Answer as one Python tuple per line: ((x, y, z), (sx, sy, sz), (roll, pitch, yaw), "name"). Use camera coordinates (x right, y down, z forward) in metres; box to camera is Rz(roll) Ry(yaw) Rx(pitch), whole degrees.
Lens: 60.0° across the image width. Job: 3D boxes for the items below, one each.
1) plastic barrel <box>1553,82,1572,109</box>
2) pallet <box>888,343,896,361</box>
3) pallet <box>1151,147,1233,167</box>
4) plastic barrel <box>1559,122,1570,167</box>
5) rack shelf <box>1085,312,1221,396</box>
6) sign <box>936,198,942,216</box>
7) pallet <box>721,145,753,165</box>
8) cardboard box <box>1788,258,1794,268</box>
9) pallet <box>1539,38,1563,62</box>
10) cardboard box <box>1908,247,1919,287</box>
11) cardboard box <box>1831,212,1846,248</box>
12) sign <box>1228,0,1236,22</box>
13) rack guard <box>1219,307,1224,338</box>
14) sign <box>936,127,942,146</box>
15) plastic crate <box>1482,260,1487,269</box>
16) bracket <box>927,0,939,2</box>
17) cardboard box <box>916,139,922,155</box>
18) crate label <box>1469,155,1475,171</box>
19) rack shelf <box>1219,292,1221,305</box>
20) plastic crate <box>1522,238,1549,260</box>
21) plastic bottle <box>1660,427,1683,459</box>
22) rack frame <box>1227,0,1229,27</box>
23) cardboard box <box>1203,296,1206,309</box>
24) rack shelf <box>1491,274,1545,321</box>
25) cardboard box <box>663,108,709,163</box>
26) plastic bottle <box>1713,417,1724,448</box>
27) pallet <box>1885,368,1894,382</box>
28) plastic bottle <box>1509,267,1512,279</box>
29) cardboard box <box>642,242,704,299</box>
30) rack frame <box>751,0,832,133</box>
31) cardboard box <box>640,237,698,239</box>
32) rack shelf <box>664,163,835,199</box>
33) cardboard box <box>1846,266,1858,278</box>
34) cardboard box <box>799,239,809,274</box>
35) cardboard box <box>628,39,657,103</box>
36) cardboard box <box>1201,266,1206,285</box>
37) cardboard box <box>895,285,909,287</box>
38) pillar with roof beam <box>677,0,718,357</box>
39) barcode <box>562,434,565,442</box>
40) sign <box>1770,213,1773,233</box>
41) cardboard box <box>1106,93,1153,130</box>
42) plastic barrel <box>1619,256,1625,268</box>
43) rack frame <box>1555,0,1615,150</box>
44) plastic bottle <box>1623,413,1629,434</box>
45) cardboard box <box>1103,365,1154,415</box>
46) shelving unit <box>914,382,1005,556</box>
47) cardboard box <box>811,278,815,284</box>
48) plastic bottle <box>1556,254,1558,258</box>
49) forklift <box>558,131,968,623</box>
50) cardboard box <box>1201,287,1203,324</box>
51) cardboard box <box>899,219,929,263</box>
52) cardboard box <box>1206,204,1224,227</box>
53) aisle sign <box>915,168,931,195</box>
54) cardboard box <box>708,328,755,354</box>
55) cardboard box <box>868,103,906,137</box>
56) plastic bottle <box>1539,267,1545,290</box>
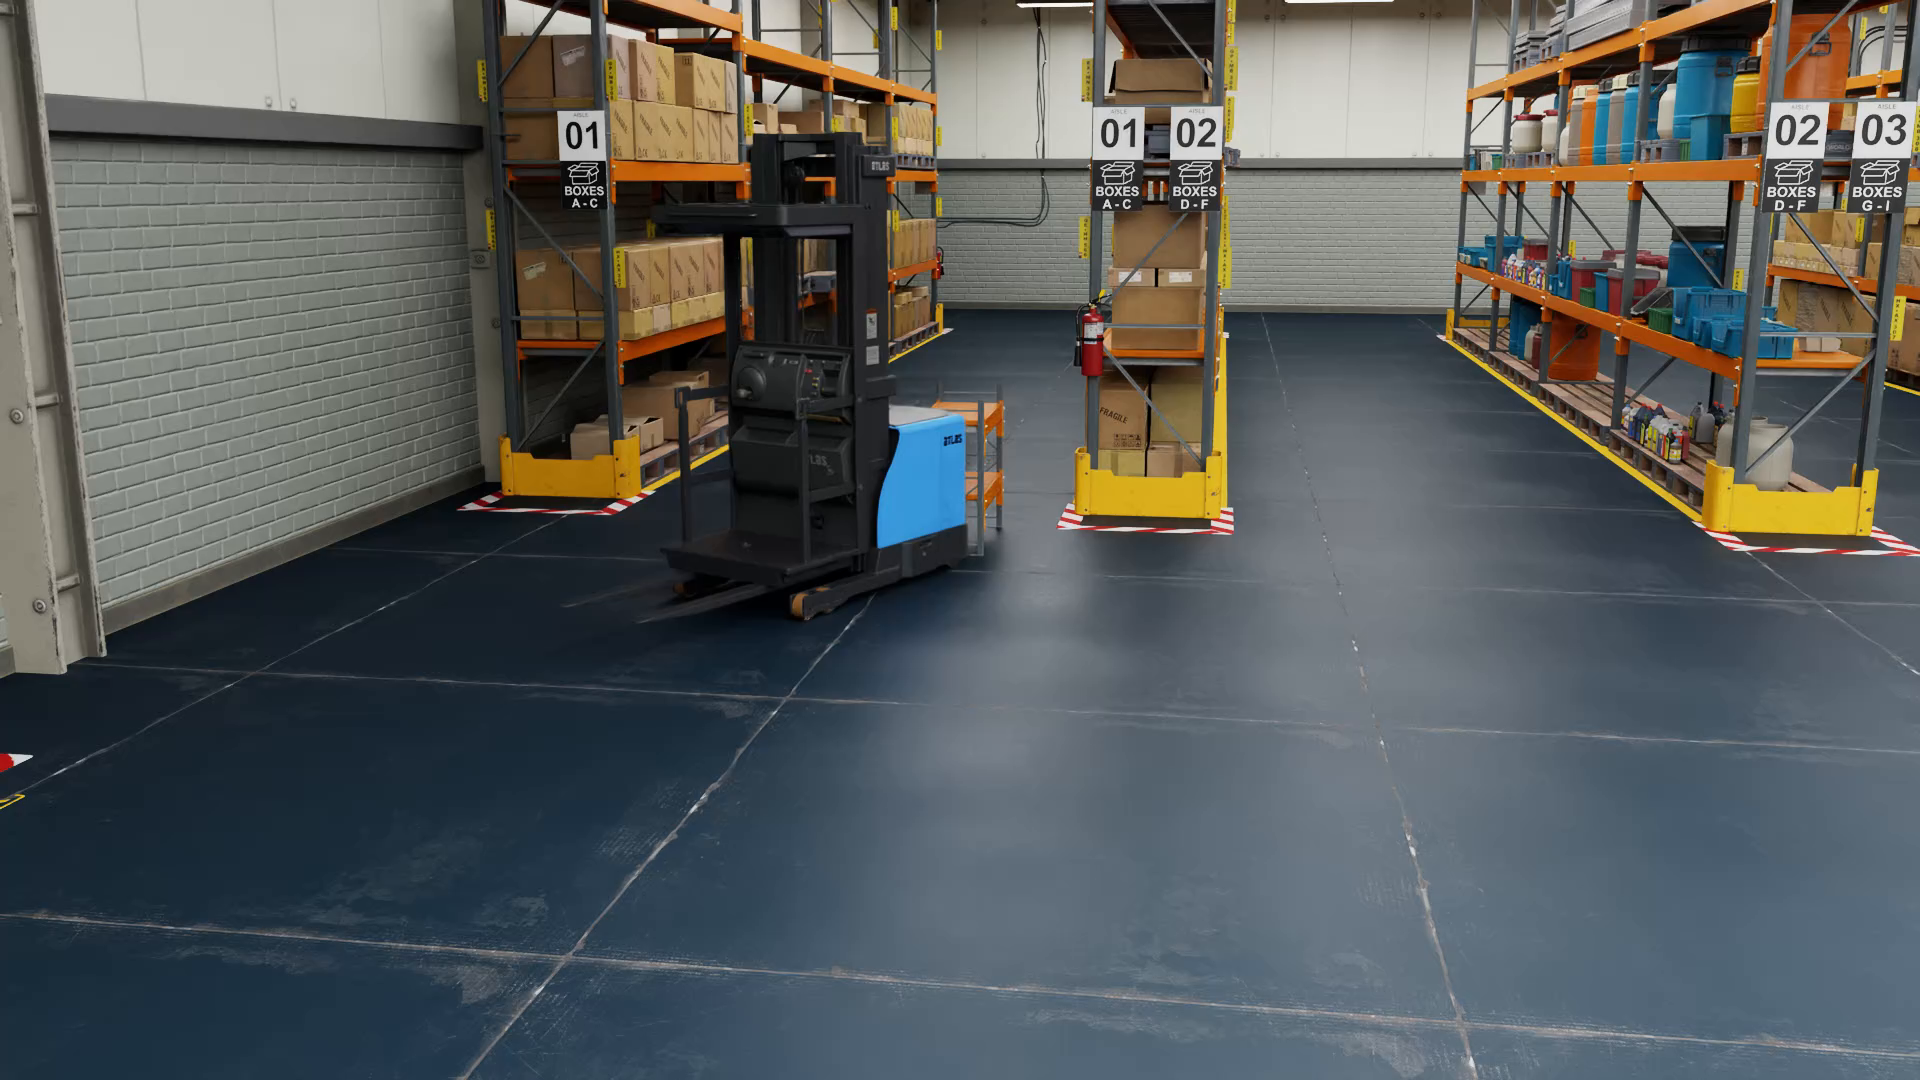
((8.157, -5.587, 21.992), (0.600, 0.901, 0.708), (2, 12, 9), "plastic barrel")
((-1.565, -2.826, 25.104), (1.003, 0.211, 1.213), (2, 12, 9), "pallet")
((2.575, -4.356, 18.916), (1.003, 0.211, 1.213), (2, 12, 11), "pallet")
((7.303, -4.664, 19.632), (0.421, 0.512, 0.421), (0, 12, 0), "plastic barrel")
((1.837, -1.759, 15.242), (1.077, 0.370, 4.000), (2, 12, 9), "rack shelf")
((-0.371, -5.846, 29.188), (0.100, 0.325, 0.005), (2, 12, 9), "sign")
((-2.551, -4.186, 18.123), (1.213, 0.211, 1.003), (2, 12, 9), "pallet")
((13.281, -4.356, 26.182), (0.380, 0.149, 0.250), (2, 12, 8), "cardboard box")
((7.795, -5.992, 20.335), (1.213, 0.211, 1.003), (2, 12, 9), "pallet")
((12.617, -3.515, 21.446), (0.500, 0.500, 0.500), (2, 12, 10), "cardboard box")
((13.050, -4.518, 24.205), (0.500, 0.500, 0.500), (2, 12, 9), "cardboard box")
((3.924, -7.642, 24.000), (0.100, 0.325, 0.005), (2, 12, 9), "sign")
((3.978, -3.787, 28.879), (1.175, 0.500, 0.348), (2, 12, 9), "rack guard")
((-0.371, -7.024, 28.934), (0.100, 0.325, 0.005), (2, 12, 9), "sign")
((8.175, -4.167, 25.221), (0.437, 0.125, 0.590), (2, 12, 9), "plastic crate")
((-0.566, -11.035, 33.794), (0.235, 0.232, 0.430), (2, 12, 9), "bracket")
((-0.910, -6.454, 27.322), (0.500, 0.250, 0.500), (2, 12, 7), "cardboard box")
((8.423, -6.076, 26.798), (0.408, 0.251, 0.502), (2, 12, 9), "crate label")
((3.067, -3.424, 22.969), (1.077, 0.370, 4.000), (2, 12, 9), "rack shelf")
((8.654, -4.269, 24.889), (0.402, 0.464, 0.583), (2, 12, 9), "plastic crate")
((6.338, -0.865, 14.806), (0.152, 0.276, 0.135), (2, 12, 9), "plastic bottle")
((3.990, -7.957, 28.057), (1.000, 3.000, 0.127), (2, 12, 9), "rack frame")
((2.483, -2.582, 17.950), (0.380, 0.149, 0.250), (2, 12, 9), "cardboard box")
((7.961, -3.263, 22.221), (1.077, 0.370, 4.000), (2, 12, 9), "rack shelf")
((-2.722, -3.877, 15.958), (0.500, 0.500, 0.500), (1, 12, 6), "cardboard box")
((7.040, -1.000, 15.417), (0.061, 0.283, 0.133), (2, 12, 9), "plastic bottle")
((13.119, -2.344, 22.869), (1.003, 0.211, 1.213), (2, 12, 9), "pallet")
((7.705, -3.730, 23.153), (0.097, 0.201, 0.097), (0, 12, 0), "plastic bottle")
((-2.756, -2.564, 15.800), (0.500, 0.500, 0.500), (2, 12, 10), "cardboard box")
((-2.136, -6.452, 21.071), (1.000, 3.000, 0.127), (2, 12, 9), "rack frame")
((-3.029, -2.898, 17.351), (0.500, 0.500, 0.500), (2, 12, 7), "cardboard box")
((-2.443, -4.217, 19.531), (1.077, 0.370, 4.000), (2, 12, 9), "rack shelf")
((12.886, -3.822, 23.703), (0.380, 0.149, 0.250), (2, 12, 9), "cardboard box")
((-2.257, -3.568, 20.646), (0.700, 0.500, 0.500), (1, 12, 3), "cardboard box")
((-2.940, -4.043, 14.354), (0.500, 0.500, 0.500), (2, 12, 8), "cardboard box")
((1.840, -2.190, 13.757), (0.380, 0.149, 0.250), (2, 12, 7), "cardboard box")
((-1.092, -4.368, 29.041), (0.380, 0.149, 0.250), (2, 12, 9), "cardboard box")
((1.064, -6.070, 19.298), (9.100, 9.000, 0.400), (2, 12, 9), "pillar with roof beam")
((-3.563, -0.917, 14.944), (0.001, 0.075, 0.075), (2, 12, 9), "barcode")
((13.230, -5.184, 27.186), (0.100, 0.325, 0.005), (2, 12, 9), "sign")
((1.531, -3.755, 14.558), (0.500, 0.311, 0.500), (3, 13, 15), "cardboard box")
((7.642, -2.944, 18.769), (0.421, 0.512, 0.421), (0, 12, 0), "plastic barrel")
((7.654, -6.131, 19.581), (1.000, 3.000, 0.127), (2, 12, 9), "rack frame")
((6.541, -1.139, 16.258), (0.097, 0.201, 0.097), (0, 12, 0), "plastic bottle")
((1.535, -1.356, 15.414), (0.500, 0.500, 0.500), (2, 12, 9), "cardboard box")
((0.001, -0.551, 12.381), (0.538, 1.125, 1.048), (2, 12, 9), "shelving unit")
((-1.856, -3.467, 22.010), (0.380, 0.149, 0.250), (2, 12, 8), "cardboard box")
((8.308, -3.809, 23.167), (0.144, 0.351, 0.185), (2, 12, 9), "plastic bottle")
((-1.202, -1.056, 10.436), (1.130, 2.935, 3.031), (8, 15, 34), "forklift")
((1.849, -2.162, 15.168), (0.700, 0.500, 0.500), (2, 12, 10), "cardboard box")
((-1.075, -5.073, 28.200), (0.980, 0.700, 0.700), (2, 12, 8), "cardboard box")
((3.725, -4.819, 25.122), (0.500, 0.500, 0.500), (2, 12, 10), "cardboard box")
((-0.598, -6.461, 29.181), (0.394, 0.787, 0.004), (2, 12, 9), "aisle sign")
((-2.590, -2.292, 19.116), (0.500, 0.250, 0.500), (2, 12, 7), "cardboard box")
((-1.134, -6.505, 25.779), (0.500, 0.500, 0.500), (2, 12, 8), "cardboard box")
((7.330, -3.287, 20.903), (0.061, 0.283, 0.133), (2, 12, 9), "plastic bottle")
